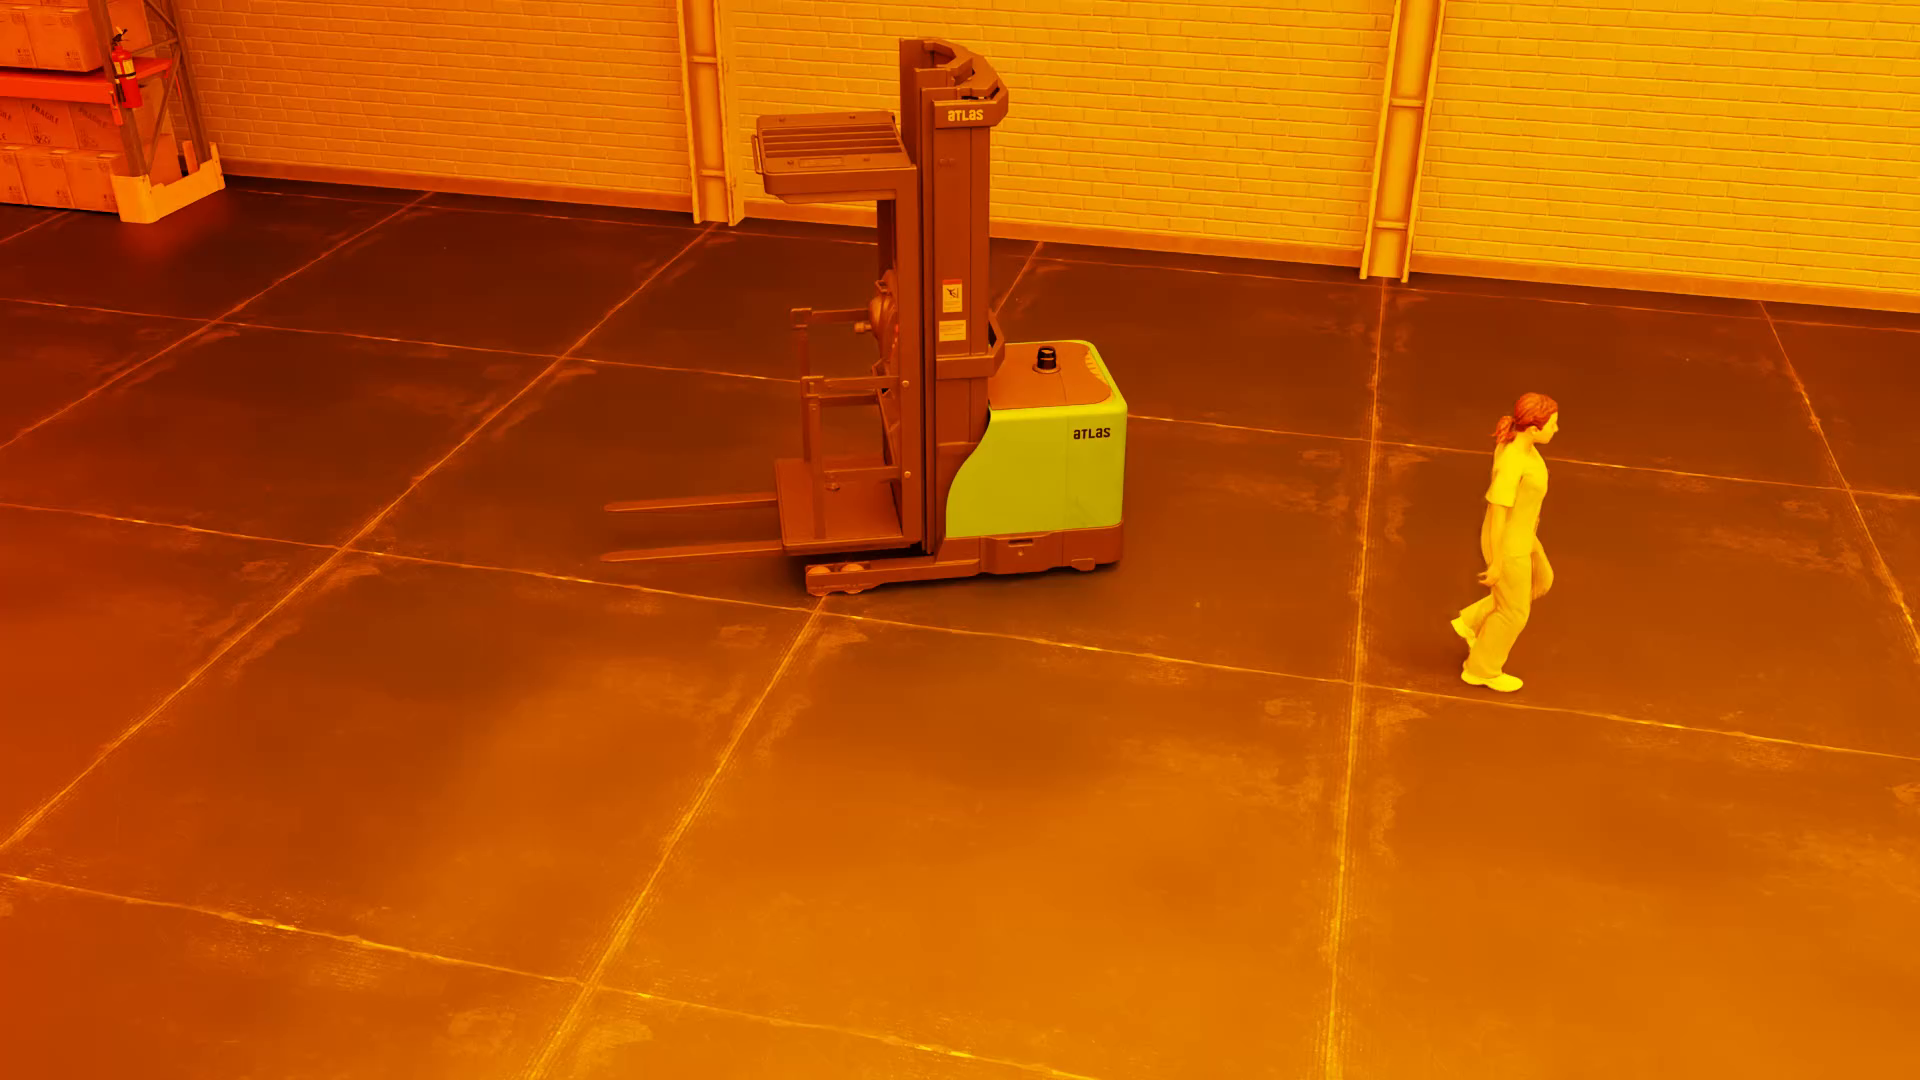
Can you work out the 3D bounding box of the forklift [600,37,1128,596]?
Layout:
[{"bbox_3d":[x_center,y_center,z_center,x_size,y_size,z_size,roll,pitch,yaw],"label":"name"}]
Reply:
[{"bbox_3d":[-0.602,-1.232,9.345,3.031,2.935,1.130,-4,30,-7],"label":"forklift"}]

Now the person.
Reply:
[{"bbox_3d":[2.818,0.011,8.447,0.468,1.655,0.601,8,31,14],"label":"person"}]
